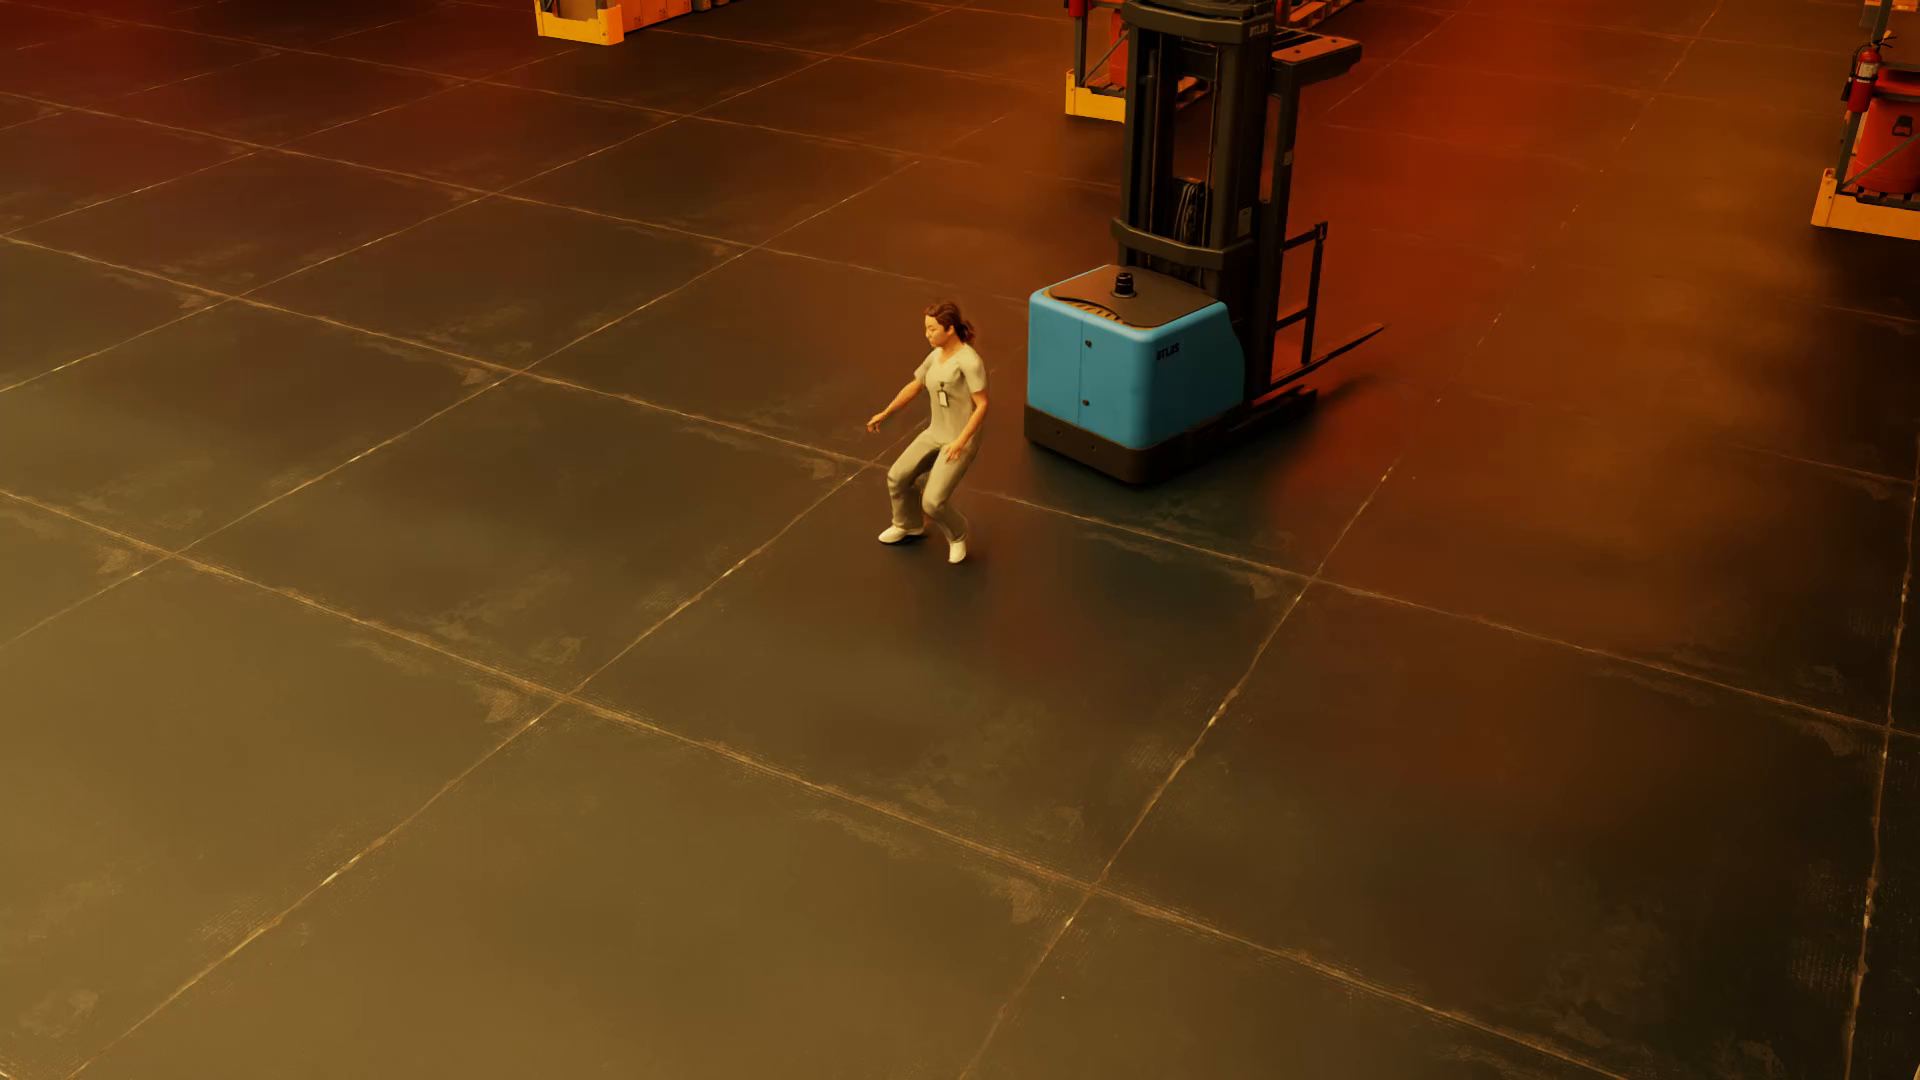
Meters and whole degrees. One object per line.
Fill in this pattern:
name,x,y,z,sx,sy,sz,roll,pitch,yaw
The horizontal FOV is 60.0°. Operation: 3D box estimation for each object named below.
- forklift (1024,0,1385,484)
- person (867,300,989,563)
forklift,1.831,-2.255,10.977,3.031,2.935,1.130,-26,39,-37
person,-0.132,-0.612,9.512,0.524,1.550,0.749,-19,35,-30
